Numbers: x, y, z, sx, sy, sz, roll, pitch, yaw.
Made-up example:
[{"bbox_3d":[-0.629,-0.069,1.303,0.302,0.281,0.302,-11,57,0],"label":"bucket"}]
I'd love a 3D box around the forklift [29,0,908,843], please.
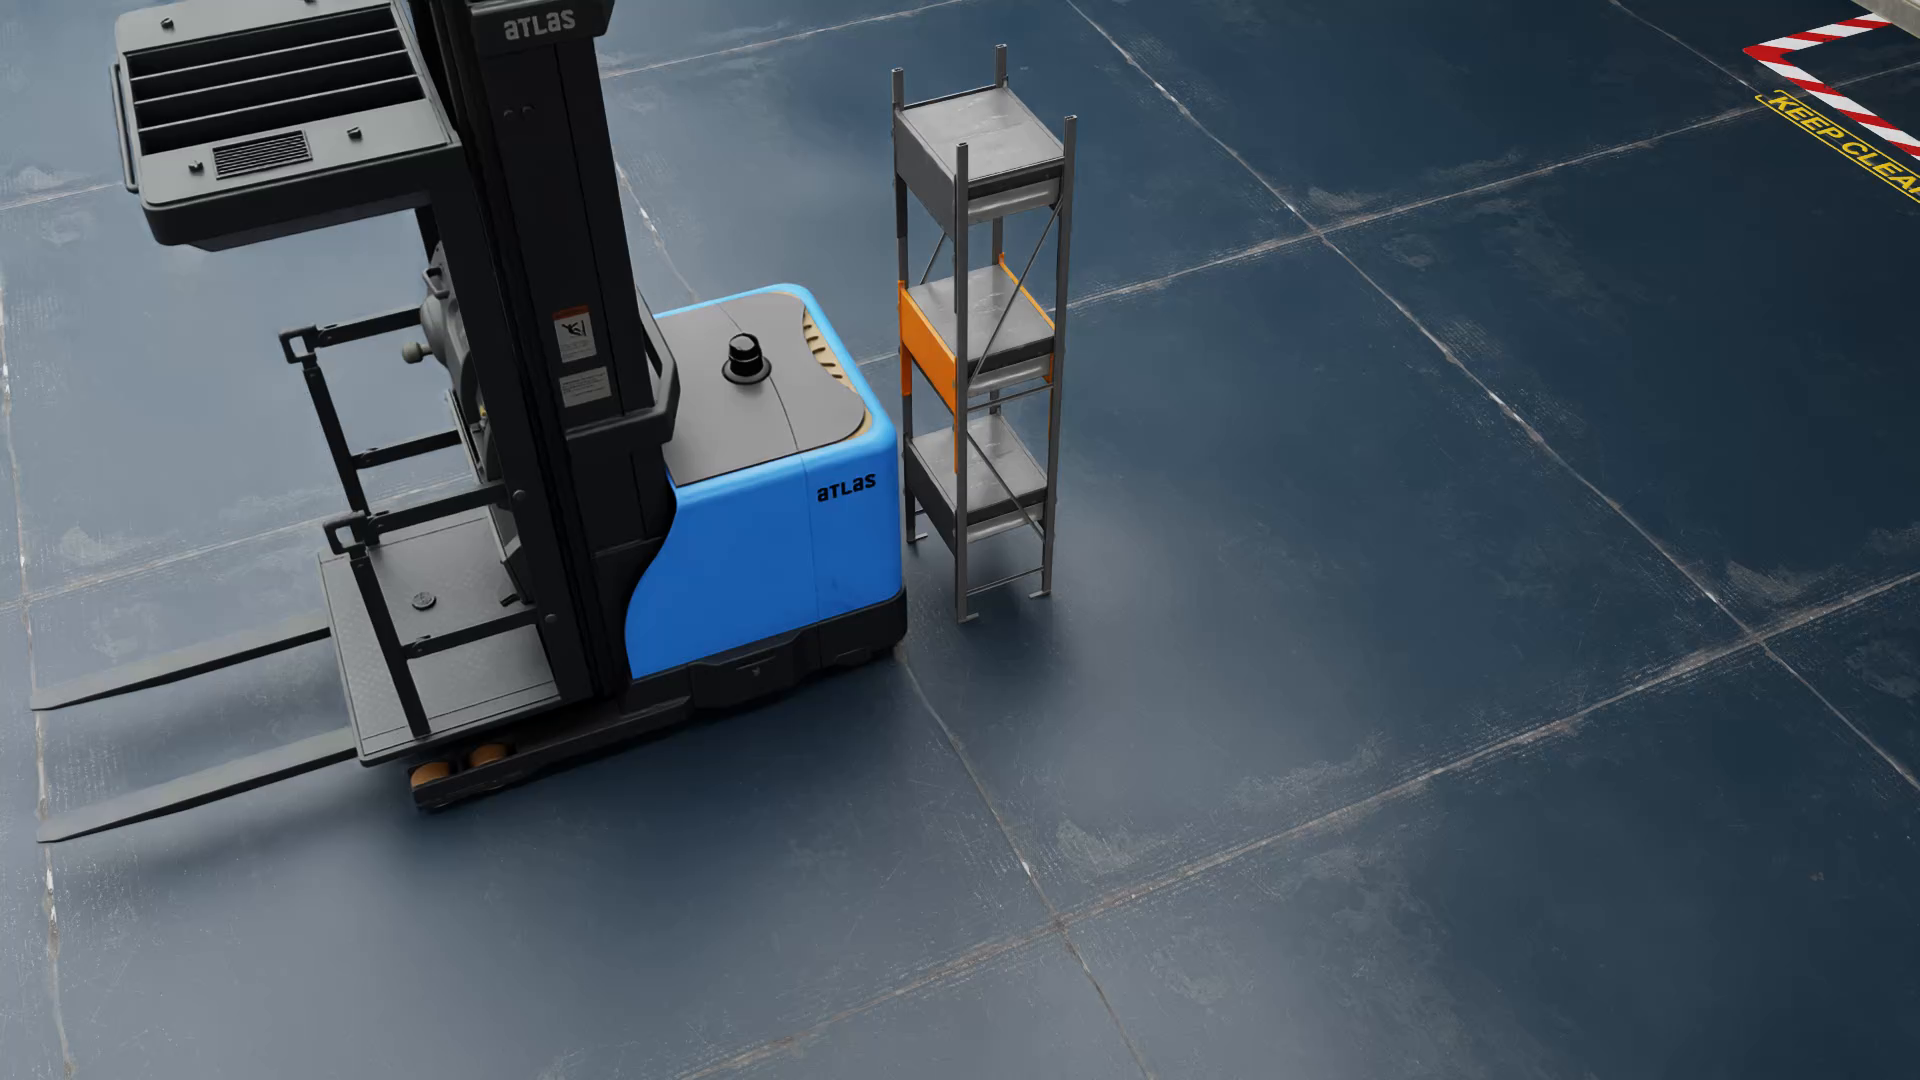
[{"bbox_3d":[-1.763,-0.535,5.206,3.031,2.935,1.130,-17,47,-17],"label":"forklift"}]

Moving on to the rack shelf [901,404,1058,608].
[{"bbox_3d":[0.070,-0.134,6.407,0.431,0.518,0.480,-18,47,-17],"label":"rack shelf"}]

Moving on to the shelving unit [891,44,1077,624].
[{"bbox_3d":[0.070,-0.642,5.906,0.431,2.100,0.503,-18,47,-17],"label":"shelving unit"}]

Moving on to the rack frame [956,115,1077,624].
[{"bbox_3d":[0.172,-0.486,5.748,0.400,2.100,0.015,-18,47,-17],"label":"rack frame"}]

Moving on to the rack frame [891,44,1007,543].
[{"bbox_3d":[-0.033,-0.797,6.063,0.400,2.100,0.015,-18,47,-17],"label":"rack frame"}]

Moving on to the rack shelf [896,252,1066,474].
[{"bbox_3d":[0.070,-0.632,5.915,0.431,0.518,0.480,-18,47,-17],"label":"rack shelf"}]

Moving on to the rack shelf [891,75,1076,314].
[{"bbox_3d":[0.070,-1.130,5.424,0.431,0.518,0.480,-18,47,-17],"label":"rack shelf"}]
